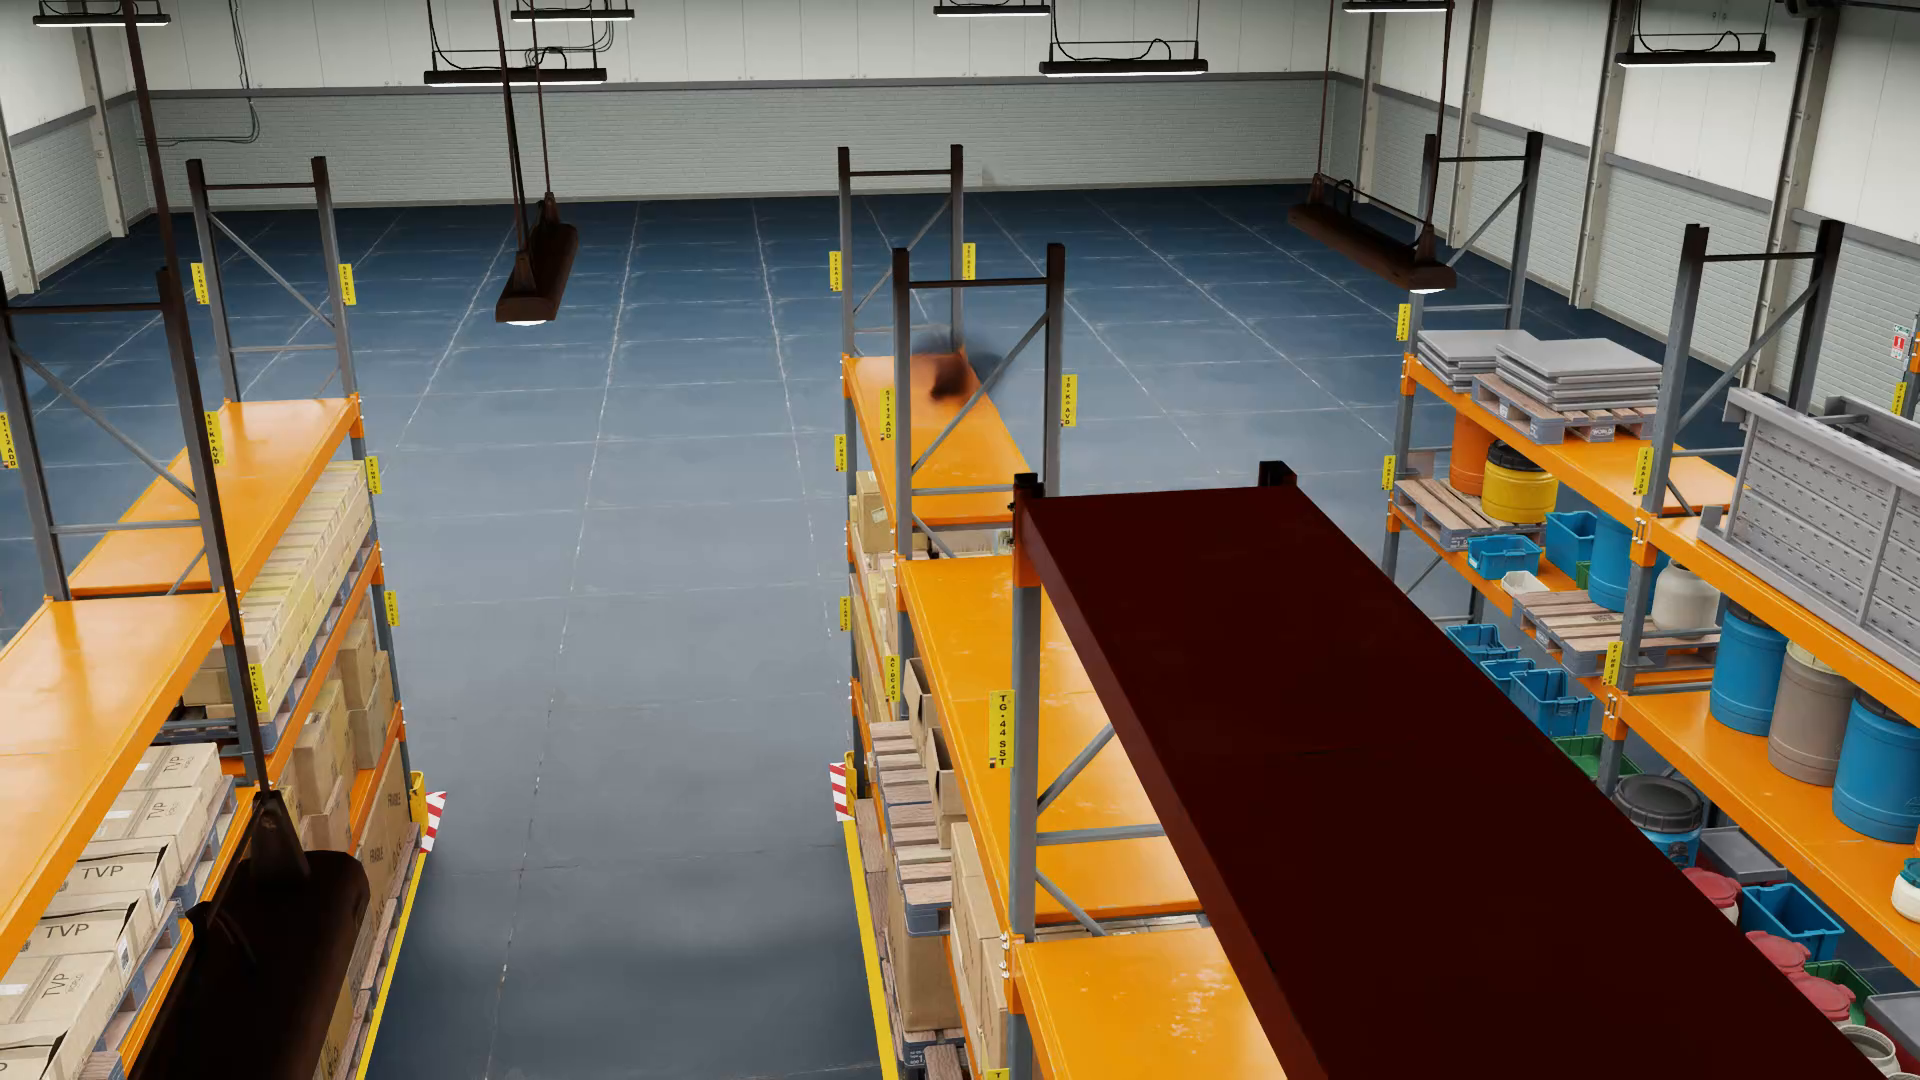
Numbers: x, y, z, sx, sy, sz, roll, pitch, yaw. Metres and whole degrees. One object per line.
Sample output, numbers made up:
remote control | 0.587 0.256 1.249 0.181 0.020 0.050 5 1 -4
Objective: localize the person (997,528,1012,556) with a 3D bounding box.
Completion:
person | 0.535 0.277 18.712 0.520 1.625 0.556 11 24 26
